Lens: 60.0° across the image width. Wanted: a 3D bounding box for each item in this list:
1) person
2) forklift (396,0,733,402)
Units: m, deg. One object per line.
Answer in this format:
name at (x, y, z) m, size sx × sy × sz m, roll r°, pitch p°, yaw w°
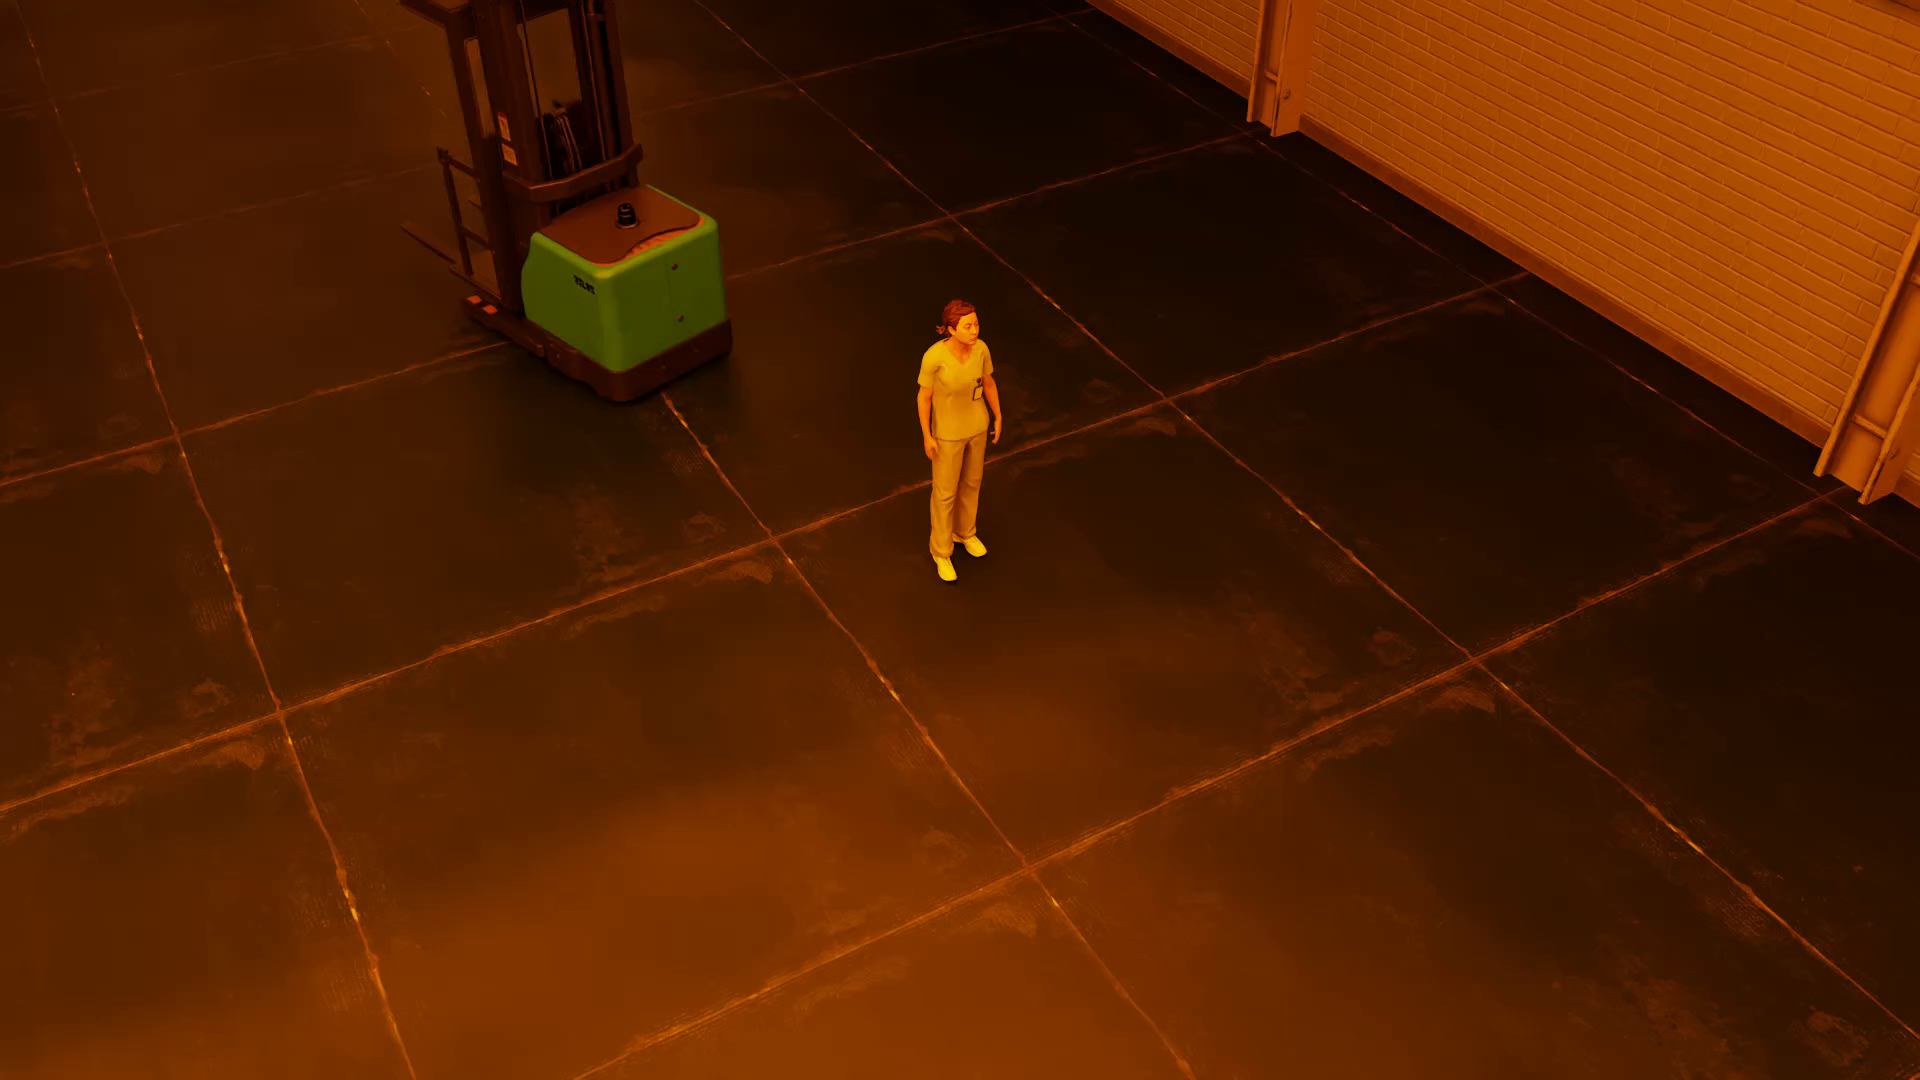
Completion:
person at (0.025, -0.605, 9.738) m, size 0.549 × 1.673 × 0.548 m, roll -20°, pitch 44°, yaw -23°
forklift at (-3.037, -2.897, 11.528) m, size 3.031 × 2.935 × 1.130 m, roll 31°, pitch 49°, yaw 32°
